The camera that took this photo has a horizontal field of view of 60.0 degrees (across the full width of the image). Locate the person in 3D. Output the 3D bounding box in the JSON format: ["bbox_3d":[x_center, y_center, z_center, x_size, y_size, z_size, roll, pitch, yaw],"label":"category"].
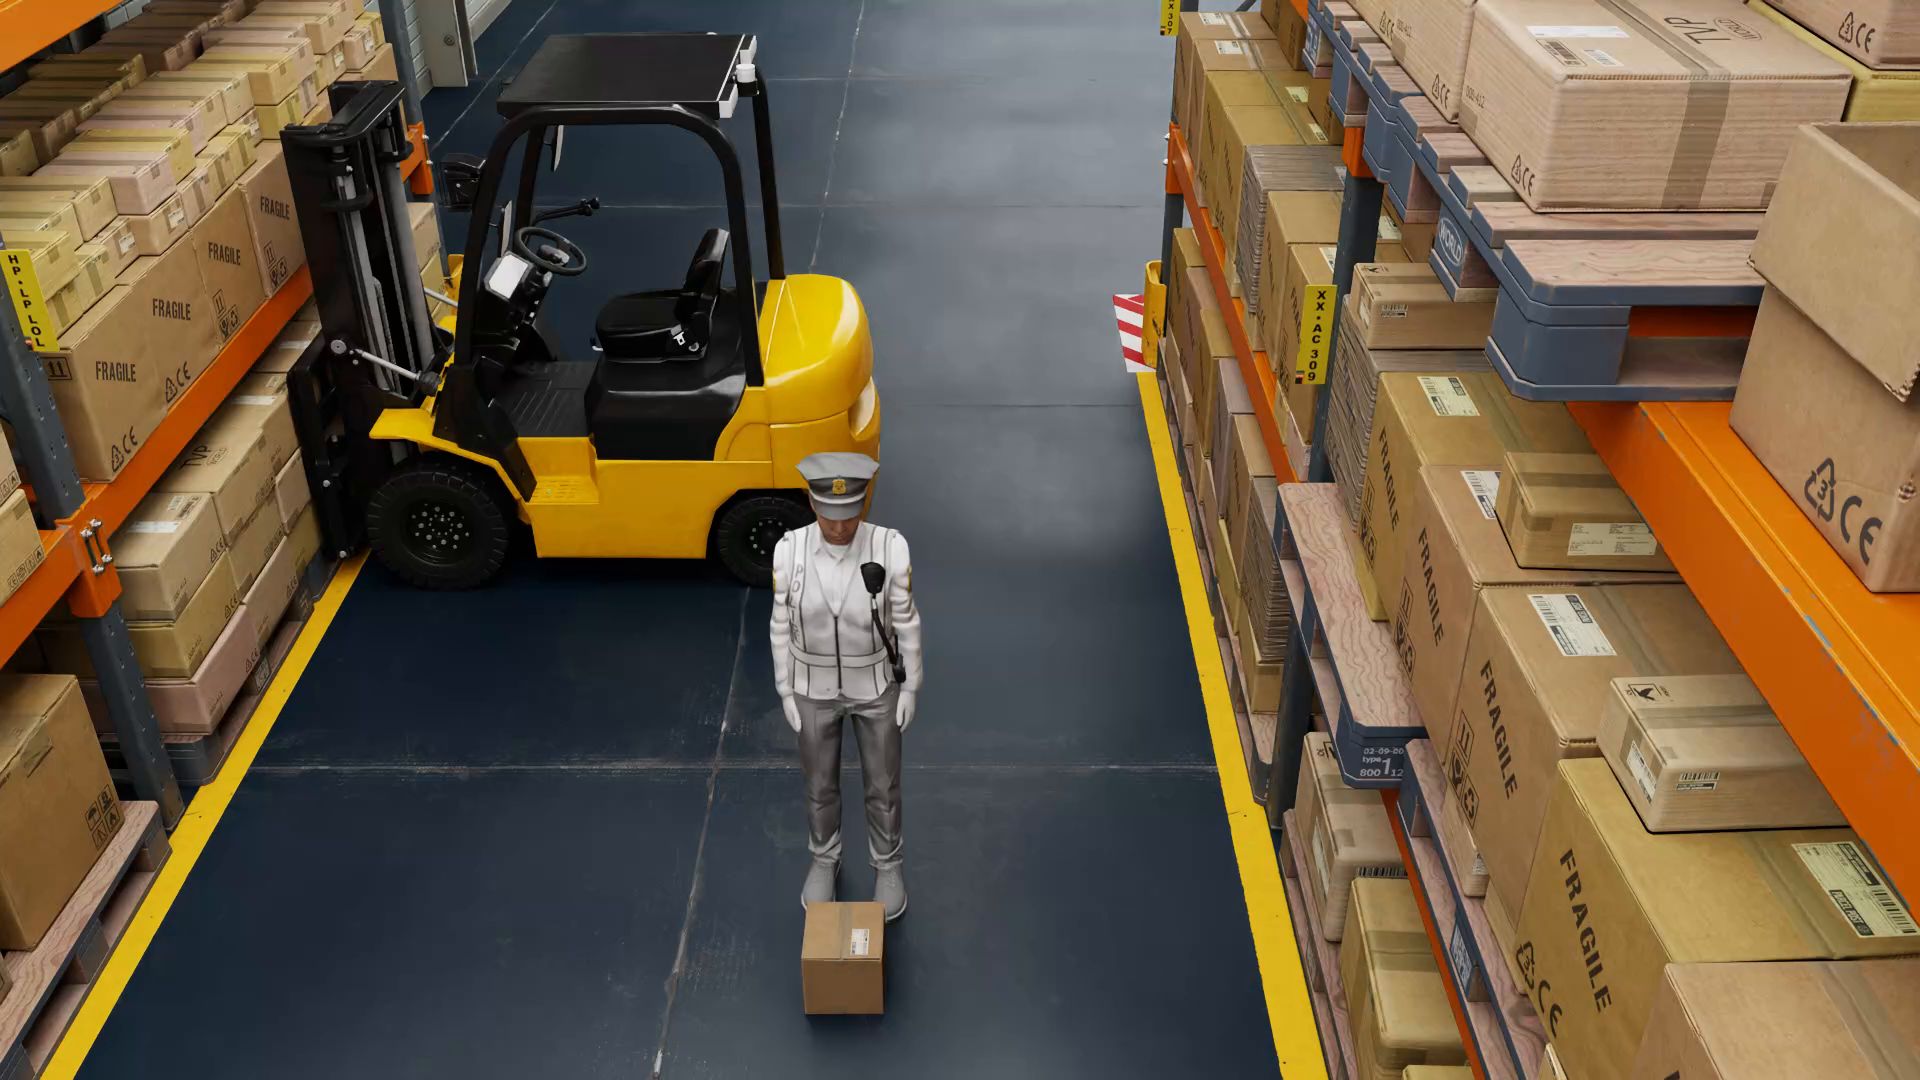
[{"bbox_3d":[-0.335,0.718,5.387,0.529,1.235,0.776,0,32,0],"label":"person"}]
